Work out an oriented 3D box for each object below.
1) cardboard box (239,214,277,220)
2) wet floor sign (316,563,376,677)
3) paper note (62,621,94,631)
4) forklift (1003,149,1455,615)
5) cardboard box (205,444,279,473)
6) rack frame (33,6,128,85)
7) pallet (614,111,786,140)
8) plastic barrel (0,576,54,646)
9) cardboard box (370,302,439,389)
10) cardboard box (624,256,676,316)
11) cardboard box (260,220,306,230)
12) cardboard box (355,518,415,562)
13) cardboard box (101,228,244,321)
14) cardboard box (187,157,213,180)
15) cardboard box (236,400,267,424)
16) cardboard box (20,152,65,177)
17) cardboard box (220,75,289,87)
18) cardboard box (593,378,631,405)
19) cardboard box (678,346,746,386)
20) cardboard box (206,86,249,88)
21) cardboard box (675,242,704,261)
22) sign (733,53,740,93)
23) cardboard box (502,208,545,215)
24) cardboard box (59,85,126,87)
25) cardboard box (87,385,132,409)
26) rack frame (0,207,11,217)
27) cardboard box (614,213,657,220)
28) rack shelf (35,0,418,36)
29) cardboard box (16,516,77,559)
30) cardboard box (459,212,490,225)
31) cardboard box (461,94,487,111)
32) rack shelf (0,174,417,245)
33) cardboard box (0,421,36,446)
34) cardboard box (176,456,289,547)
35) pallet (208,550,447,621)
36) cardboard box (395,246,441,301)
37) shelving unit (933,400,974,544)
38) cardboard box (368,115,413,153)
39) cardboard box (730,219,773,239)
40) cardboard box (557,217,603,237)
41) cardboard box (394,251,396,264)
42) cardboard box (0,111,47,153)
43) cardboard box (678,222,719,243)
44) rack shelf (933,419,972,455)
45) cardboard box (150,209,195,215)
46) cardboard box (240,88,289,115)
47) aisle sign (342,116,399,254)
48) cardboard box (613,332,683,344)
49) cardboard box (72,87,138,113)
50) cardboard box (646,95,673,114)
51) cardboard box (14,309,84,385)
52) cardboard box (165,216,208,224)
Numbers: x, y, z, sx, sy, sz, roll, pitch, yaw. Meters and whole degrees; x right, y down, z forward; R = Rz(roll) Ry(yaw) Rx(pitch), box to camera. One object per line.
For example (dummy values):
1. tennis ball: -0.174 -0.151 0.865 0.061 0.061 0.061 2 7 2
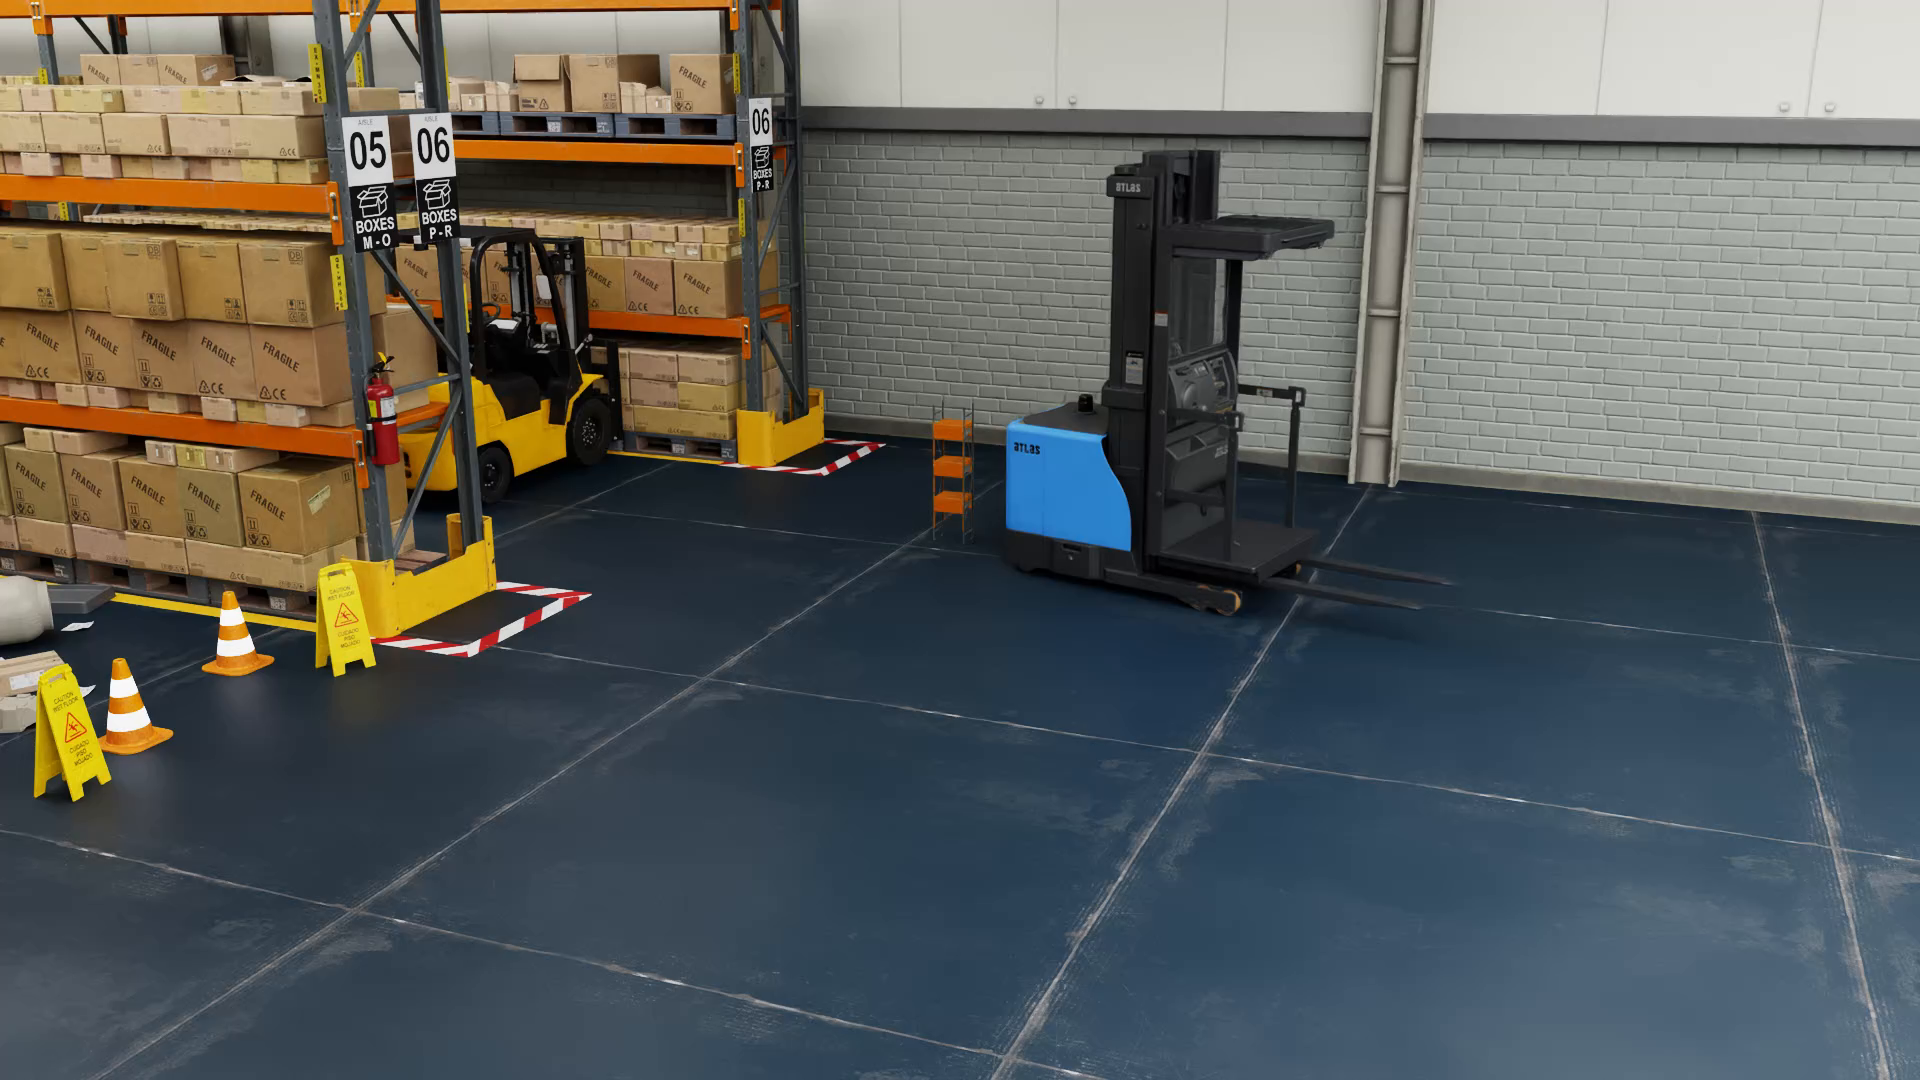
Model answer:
1. cardboard box: -7.306 -3.306 17.339 0.250 0.149 0.380 7 18 22
2. wet floor sign: -3.709 0.454 9.952 0.232 0.644 0.267 14 21 40
3. paper note: -5.687 0.551 10.720 0.148 0.019 0.142 0 16 1
4. forklift: 1.815 -1.079 11.133 3.031 2.935 1.130 11 19 33
5. cardboard box: -4.701 -0.561 10.895 0.250 0.149 0.380 7 18 22
6. rack frame: -9.118 -5.961 17.065 0.127 3.000 1.000 6 17 21
7. pallet: -2.324 -3.738 14.949 1.213 0.211 1.003 6 17 21
8. plastic barrel: -5.970 0.445 10.381 0.512 0.421 0.421 -9 18 -27
9. cardboard box: -3.832 -1.285 11.006 0.500 0.500 0.500 6 17 20
10. cardboard box: -2.709 -2.347 15.198 0.500 0.500 0.500 7 18 22
11. cardboard box: -6.765 -3.103 16.640 0.250 0.149 0.380 6 17 19
12. cardboard box: -4.142 -0.009 11.503 0.500 0.250 0.500 6 17 20
13. cardboard box: -5.029 -1.719 10.710 0.500 0.500 0.700 6 17 20
14. cardboard box: -4.617 -2.354 10.471 0.250 0.149 0.380 6 17 21
15. cardboard box: -4.427 -0.865 10.722 0.250 0.149 0.380 6 17 20
16. cardboard box: -5.847 -2.452 10.811 0.250 0.149 0.380 6 17 20
17. cardboard box: -6.874 -4.407 16.322 0.500 0.311 0.500 6 17 19
18. cardboard box: -3.194 -1.453 15.579 0.500 0.250 0.500 6 17 19
19. cardboard box: -2.219 -1.589 15.152 0.500 0.250 0.500 7 18 22
20. cardboard box: -4.671 -2.874 10.834 0.250 0.149 0.380 6 17 20
21. cardboard box: -2.350 -2.602 14.913 0.250 0.149 0.380 7 17 22
22. sign: -1.888 -3.950 14.072 0.005 0.325 0.100 6 17 21
23. cardboard box: -4.264 -3.149 16.265 0.250 0.149 0.380 6 17 20
24. cardboard box: -5.865 -3.007 11.292 0.250 0.149 0.380 6 17 20
25. cardboard box: -5.608 -0.995 11.171 0.250 0.149 0.380 6 17 20
26. rack frame: -7.215 -1.383 12.056 0.127 3.000 1.000 6 17 21
27. cardboard box: -3.079 -3.014 15.800 0.250 0.149 0.380 6 17 19
28. rack shelf: -7.257 -5.219 16.516 4.000 0.370 1.077 6 17 21
29. cardboard box: -6.264 -0.082 11.754 0.500 0.250 0.500 7 18 24
30. cardboard box: -4.692 -3.036 15.875 0.250 0.149 0.380 6 17 20
31. cardboard box: -4.376 -4.037 15.336 0.250 0.149 0.380 7 18 22
32. rack shelf: -5.354 -2.273 11.034 4.000 0.370 1.077 6 17 21
33. cardboard box: -6.671 -0.777 11.639 0.250 0.149 0.380 7 17 21
34. cardboard box: -4.821 -0.282 11.097 0.500 0.500 0.500 7 18 23
35. pallet: -4.307 0.266 11.380 1.213 0.211 1.003 6 17 21
36. cardboard box: -5.080 -2.605 16.088 0.500 0.500 0.500 6 17 19
37. shelving unit: -0.050 -0.510 12.546 0.252 1.050 0.215 6 17 21
38. cardboard box: -3.864 -2.605 10.623 0.500 0.250 0.500 6 17 20
39. cardboard box: -1.910 -2.853 15.246 0.250 0.149 0.380 6 17 20
40. cardboard box: -3.515 -2.901 15.410 0.250 0.149 0.380 7 17 21
41. cardboard box: -5.775 -2.957 16.851 0.500 0.250 0.500 6 17 20
42. cardboard box: -5.961 -2.673 10.856 0.500 0.250 0.500 6 17 21
43. cardboard box: -2.327 -2.763 14.934 0.250 0.149 0.380 6 17 21
44. rack shelf: -0.050 -0.772 12.470 0.240 0.259 0.215 6 17 21
45. cardboard box: -8.456 -3.461 17.871 0.250 0.149 0.380 7 18 22
46. cardboard box: -4.142 -2.671 10.133 0.250 0.149 0.380 7 17 22
47. aisle sign: -3.542 -2.140 10.003 0.004 0.787 0.394 6 17 21
48. cardboard box: -2.981 -1.825 15.965 0.500 0.250 0.500 6 17 20
49. cardboard box: -5.355 -2.783 10.518 0.250 0.149 0.380 7 18 22
50. cardboard box: -2.558 -3.837 14.647 0.250 0.149 0.380 6 17 19
51. cardboard box: -5.970 -1.356 11.252 0.500 0.500 0.500 6 17 20
52. cardboard box: -7.940 -3.242 17.118 0.250 0.149 0.380 6 17 21
